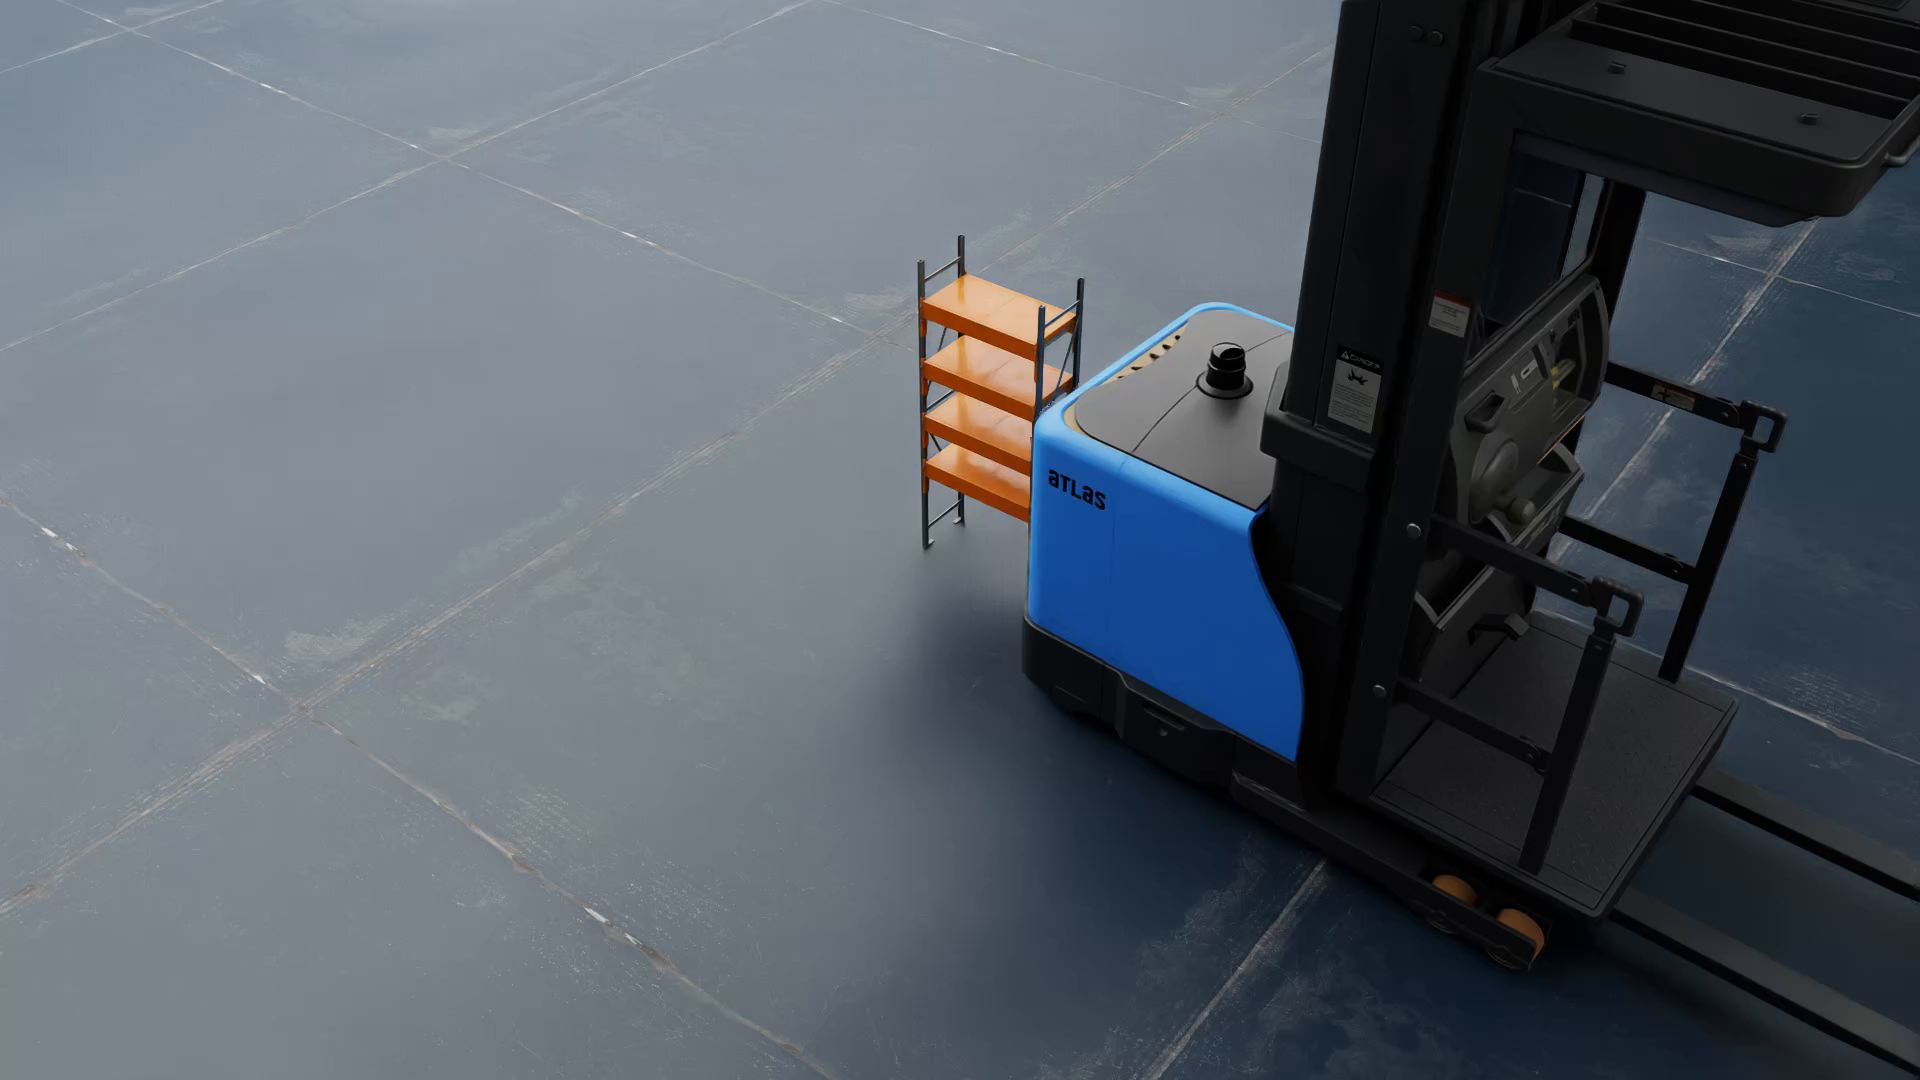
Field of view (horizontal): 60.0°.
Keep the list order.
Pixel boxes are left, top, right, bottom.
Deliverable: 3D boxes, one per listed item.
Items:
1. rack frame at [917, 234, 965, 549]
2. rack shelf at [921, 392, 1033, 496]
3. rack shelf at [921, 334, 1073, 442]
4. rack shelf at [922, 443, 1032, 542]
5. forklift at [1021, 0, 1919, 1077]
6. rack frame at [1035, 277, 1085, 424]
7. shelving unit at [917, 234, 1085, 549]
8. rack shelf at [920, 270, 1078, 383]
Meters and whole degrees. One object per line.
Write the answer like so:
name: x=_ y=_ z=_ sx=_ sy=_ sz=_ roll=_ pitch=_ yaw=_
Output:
rack frame: x=-0.062 y=-0.502 z=5.918 sx=0.015 sy=1.200 sz=0.240 roll=25 pitch=45 yaw=29
rack shelf: x=0.131 y=-0.357 z=5.842 sx=0.480 sy=0.148 sz=0.258 roll=25 pitch=45 yaw=29
rack shelf: x=0.131 y=-0.534 z=5.705 sx=0.480 sy=0.148 sz=0.258 roll=25 pitch=45 yaw=29
rack shelf: x=0.131 y=-0.201 z=5.965 sx=0.480 sy=0.148 sz=0.258 roll=25 pitch=45 yaw=29
forklift: x=1.662 y=-0.316 z=4.276 sx=3.031 sy=2.935 sz=1.130 roll=27 pitch=46 yaw=30
rack frame: x=0.325 y=-0.319 z=5.684 sx=0.015 sy=1.200 sz=0.240 roll=25 pitch=45 yaw=29
shelving unit: x=0.131 y=-0.410 z=5.801 sx=0.503 sy=1.200 sz=0.258 roll=25 pitch=45 yaw=29
rack shelf: x=0.131 y=-0.720 z=5.559 sx=0.480 sy=0.148 sz=0.258 roll=25 pitch=45 yaw=29
